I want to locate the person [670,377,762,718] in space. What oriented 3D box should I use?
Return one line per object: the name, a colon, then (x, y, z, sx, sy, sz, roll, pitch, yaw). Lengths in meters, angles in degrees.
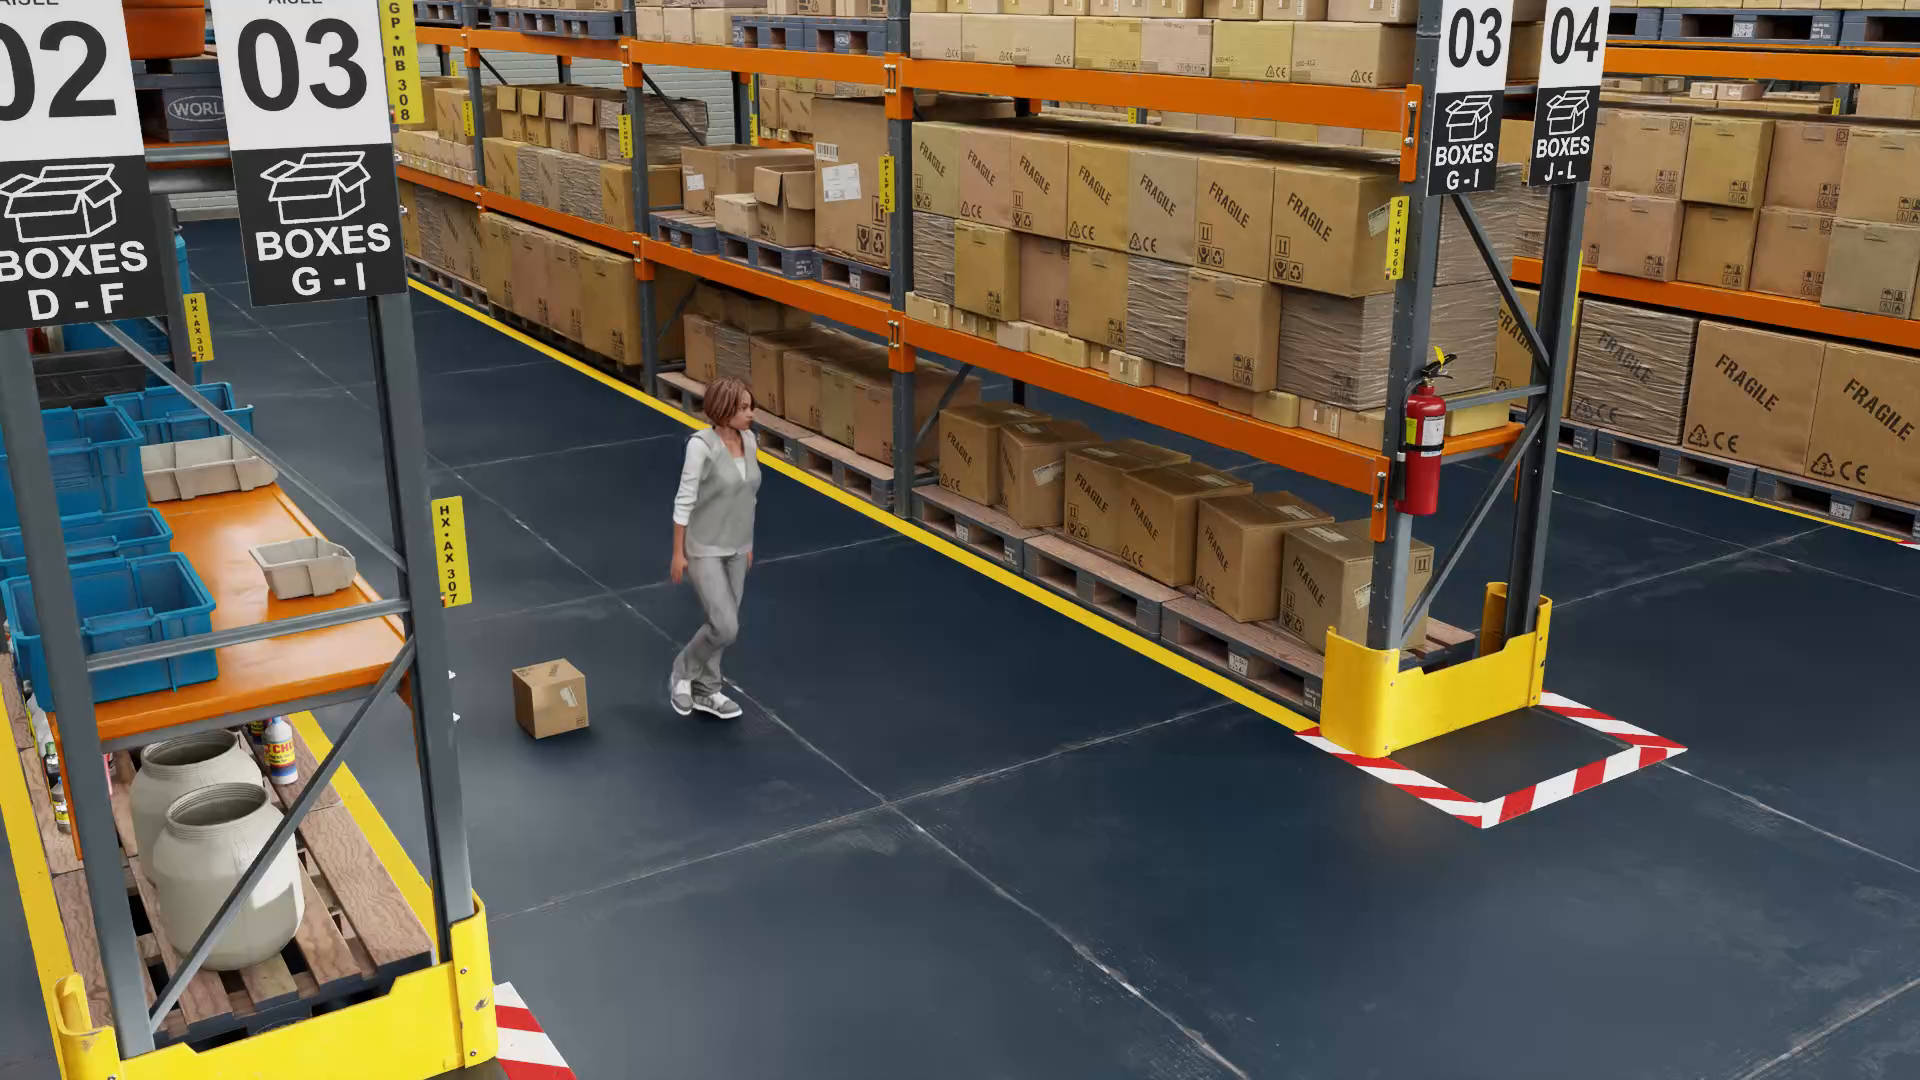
person: (-1.090, 0.050, 7.384, 0.430, 1.586, 0.463, 12, 22, 32)
